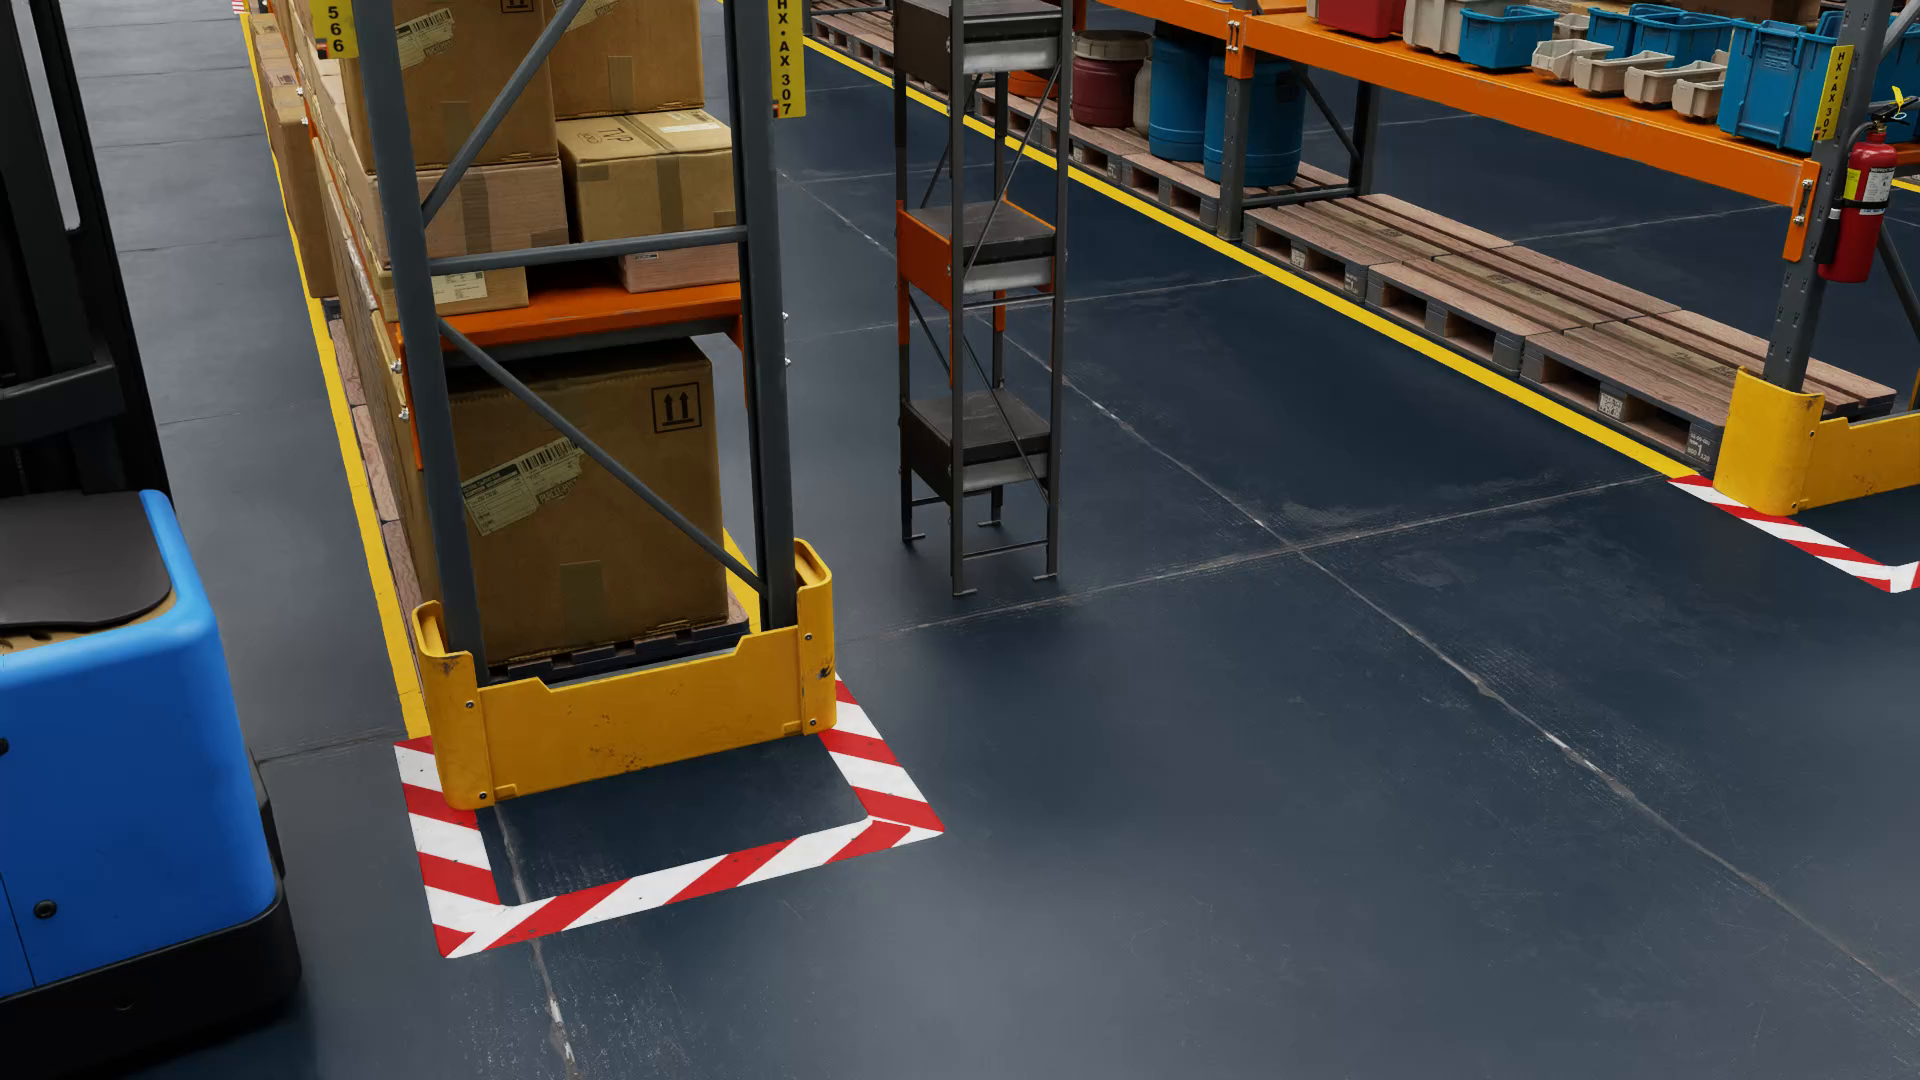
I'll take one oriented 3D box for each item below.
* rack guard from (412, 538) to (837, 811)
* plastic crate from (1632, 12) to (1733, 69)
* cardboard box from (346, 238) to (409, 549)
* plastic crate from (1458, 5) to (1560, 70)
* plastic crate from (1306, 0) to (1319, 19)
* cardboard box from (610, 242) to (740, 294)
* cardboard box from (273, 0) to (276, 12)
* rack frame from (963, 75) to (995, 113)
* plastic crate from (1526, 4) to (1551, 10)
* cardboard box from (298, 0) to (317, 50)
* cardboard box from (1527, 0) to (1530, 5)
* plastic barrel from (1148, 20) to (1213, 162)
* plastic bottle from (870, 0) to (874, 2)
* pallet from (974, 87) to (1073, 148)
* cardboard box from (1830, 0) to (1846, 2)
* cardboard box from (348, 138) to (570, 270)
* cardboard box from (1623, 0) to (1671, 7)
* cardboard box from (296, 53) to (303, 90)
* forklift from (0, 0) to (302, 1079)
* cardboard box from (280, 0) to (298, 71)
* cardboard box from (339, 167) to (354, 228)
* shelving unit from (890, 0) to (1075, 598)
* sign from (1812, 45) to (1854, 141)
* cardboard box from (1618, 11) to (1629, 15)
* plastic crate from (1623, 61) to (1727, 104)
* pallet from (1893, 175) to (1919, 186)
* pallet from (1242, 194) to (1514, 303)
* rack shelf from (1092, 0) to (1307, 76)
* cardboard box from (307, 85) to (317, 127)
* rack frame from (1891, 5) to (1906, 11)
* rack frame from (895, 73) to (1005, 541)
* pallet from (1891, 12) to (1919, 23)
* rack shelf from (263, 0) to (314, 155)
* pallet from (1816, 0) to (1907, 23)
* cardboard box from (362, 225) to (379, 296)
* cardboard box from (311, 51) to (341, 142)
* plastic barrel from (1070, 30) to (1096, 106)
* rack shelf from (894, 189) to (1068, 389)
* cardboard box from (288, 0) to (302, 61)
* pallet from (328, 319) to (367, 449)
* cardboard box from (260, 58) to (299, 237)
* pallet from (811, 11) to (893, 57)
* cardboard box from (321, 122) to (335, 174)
[{"bbox_3d":[-0.962,0.378,4.906,1.175,0.500,0.348,-11,28,-21],"label":"rack guard"},{"bbox_3d":[3.276,-2.246,7.553,0.416,0.233,0.300,-11,28,-21],"label":"plastic crate"},{"bbox_3d":[-1.652,-0.601,6.005,0.875,0.875,0.875,-11,28,-21],"label":"cardboard box"},{"bbox_3d":[2.545,-2.343,7.752,0.416,0.233,0.300,-11,28,-21],"label":"plastic crate"},{"bbox_3d":[2.070,-2.917,9.038,0.396,0.136,0.243,-11,28,-21],"label":"plastic crate"},{"bbox_3d":[-0.807,-0.842,4.843,0.380,0.149,0.250,-10,28,-20],"label":"cardboard box"},{"bbox_3d":[-3.563,-3.171,9.211,0.500,0.500,0.500,-10,28,-20],"label":"cardboard box"},{"bbox_3d":[0.453,-4.836,12.736,1.000,3.000,0.127,-11,28,-21],"label":"rack frame"},{"bbox_3d":[2.705,-2.719,8.644,0.437,0.125,0.590,-11,28,-21],"label":"plastic crate"},{"bbox_3d":[-2.192,-2.127,6.164,0.500,0.500,0.500,-11,28,-22],"label":"cardboard box"},{"bbox_3d":[4.927,-4.527,14.451,0.500,0.500,0.500,-9,28,-18],"label":"cardboard box"},{"bbox_3d":[1.544,-2.975,10.838,0.600,0.901,0.708,-11,28,-21],"label":"plastic barrel"},{"bbox_3d":[-0.875,-5.636,17.062,0.097,0.201,0.097,0,26,0],"label":"plastic bottle"},{"bbox_3d":[0.800,-3.272,12.710,1.003,0.211,1.213,-11,28,-21],"label":"pallet"},{"bbox_3d":[9.238,-5.894,17.251,0.700,0.500,0.500,-10,28,-20],"label":"cardboard box"},{"bbox_3d":[-1.406,-0.971,4.653,0.500,0.250,0.500,-11,28,-21],"label":"cardboard box"},{"bbox_3d":[5.796,-4.214,13.809,0.500,0.500,0.500,-12,28,-22],"label":"cardboard box"},{"bbox_3d":[-2.728,-2.081,7.379,0.380,0.149,0.250,-11,28,-20],"label":"cardboard box"},{"bbox_3d":[-2.752,-0.642,4.225,1.130,2.935,3.031,-15,30,-27],"label":"forklift"},{"bbox_3d":[-2.973,-2.557,7.954,0.500,0.500,0.500,-10,28,-20],"label":"cardboard box"},{"bbox_3d":[-1.815,-1.142,5.456,0.380,0.149,0.250,-11,28,-22],"label":"cardboard box"},{"bbox_3d":[0.065,-0.877,5.652,0.431,2.100,0.503,-11,28,-21],"label":"shelving unit"},{"bbox_3d":[3.086,-1.578,5.878,0.100,0.325,0.005,-11,28,-21],"label":"sign"},{"bbox_3d":[5.538,-3.903,13.174,0.500,0.500,0.500,-12,28,-22],"label":"cardboard box"},{"bbox_3d":[2.999,-1.932,7.021,0.396,0.136,0.243,-11,28,-21],"label":"plastic crate"},{"bbox_3d":[6.846,-2.540,11.212,1.003,0.211,1.213,-11,28,-21],"label":"pallet"},{"bbox_3d":[2.343,-1.678,9.446,1.003,0.211,1.213,-11,28,-21],"label":"pallet"},{"bbox_3d":[1.236,-3.705,11.240,1.077,0.370,4.000,-11,28,-21],"label":"rack shelf"},{"bbox_3d":[-2.417,-1.762,6.727,0.380,0.149,0.250,-11,28,-22],"label":"cardboard box"},{"bbox_3d":[9.568,-6.538,16.222,1.000,3.000,0.127,-11,28,-21],"label":"rack frame"},{"bbox_3d":[-0.031,-0.975,5.854,0.400,2.100,0.015,-11,28,-21],"label":"rack frame"},{"bbox_3d":[9.808,-4.954,16.155,1.003,0.211,1.213,-11,28,-21],"label":"pallet"},{"bbox_3d":[-3.321,-2.854,9.497,1.077,0.370,4.000,-11,28,-21],"label":"rack shelf"},{"bbox_3d":[9.264,-5.601,17.480,1.003,0.211,1.213,-11,28,-21],"label":"pallet"},{"bbox_3d":[-1.518,-0.834,4.826,0.380,0.149,0.250,-10,28,-20],"label":"cardboard box"},{"bbox_3d":[-2.011,-1.591,5.922,0.500,0.250,0.500,-11,28,-21],"label":"cardboard box"},{"bbox_3d":[0.963,-3.499,12.355,0.421,0.512,0.421,0,26,0],"label":"plastic barrel"},{"bbox_3d":[0.065,-0.864,5.658,0.431,0.518,0.480,-11,28,-21],"label":"rack shelf"},{"bbox_3d":[-2.595,-2.202,7.172,0.500,0.250,0.500,-11,28,-22],"label":"cardboard box"},{"bbox_3d":[-2.312,-0.796,7.641,1.003,0.211,1.213,-11,28,-21],"label":"pallet"},{"bbox_3d":[-3.158,-2.219,9.320,1.225,0.875,0.875,-12,28,-22],"label":"cardboard box"},{"bbox_3d":[-0.771,-4.887,16.019,1.003,0.211,1.213,-11,28,-21],"label":"pallet"},{"bbox_3d":[-2.116,-1.452,6.090,0.380,0.149,0.250,-11,28,-22],"label":"cardboard box"}]
